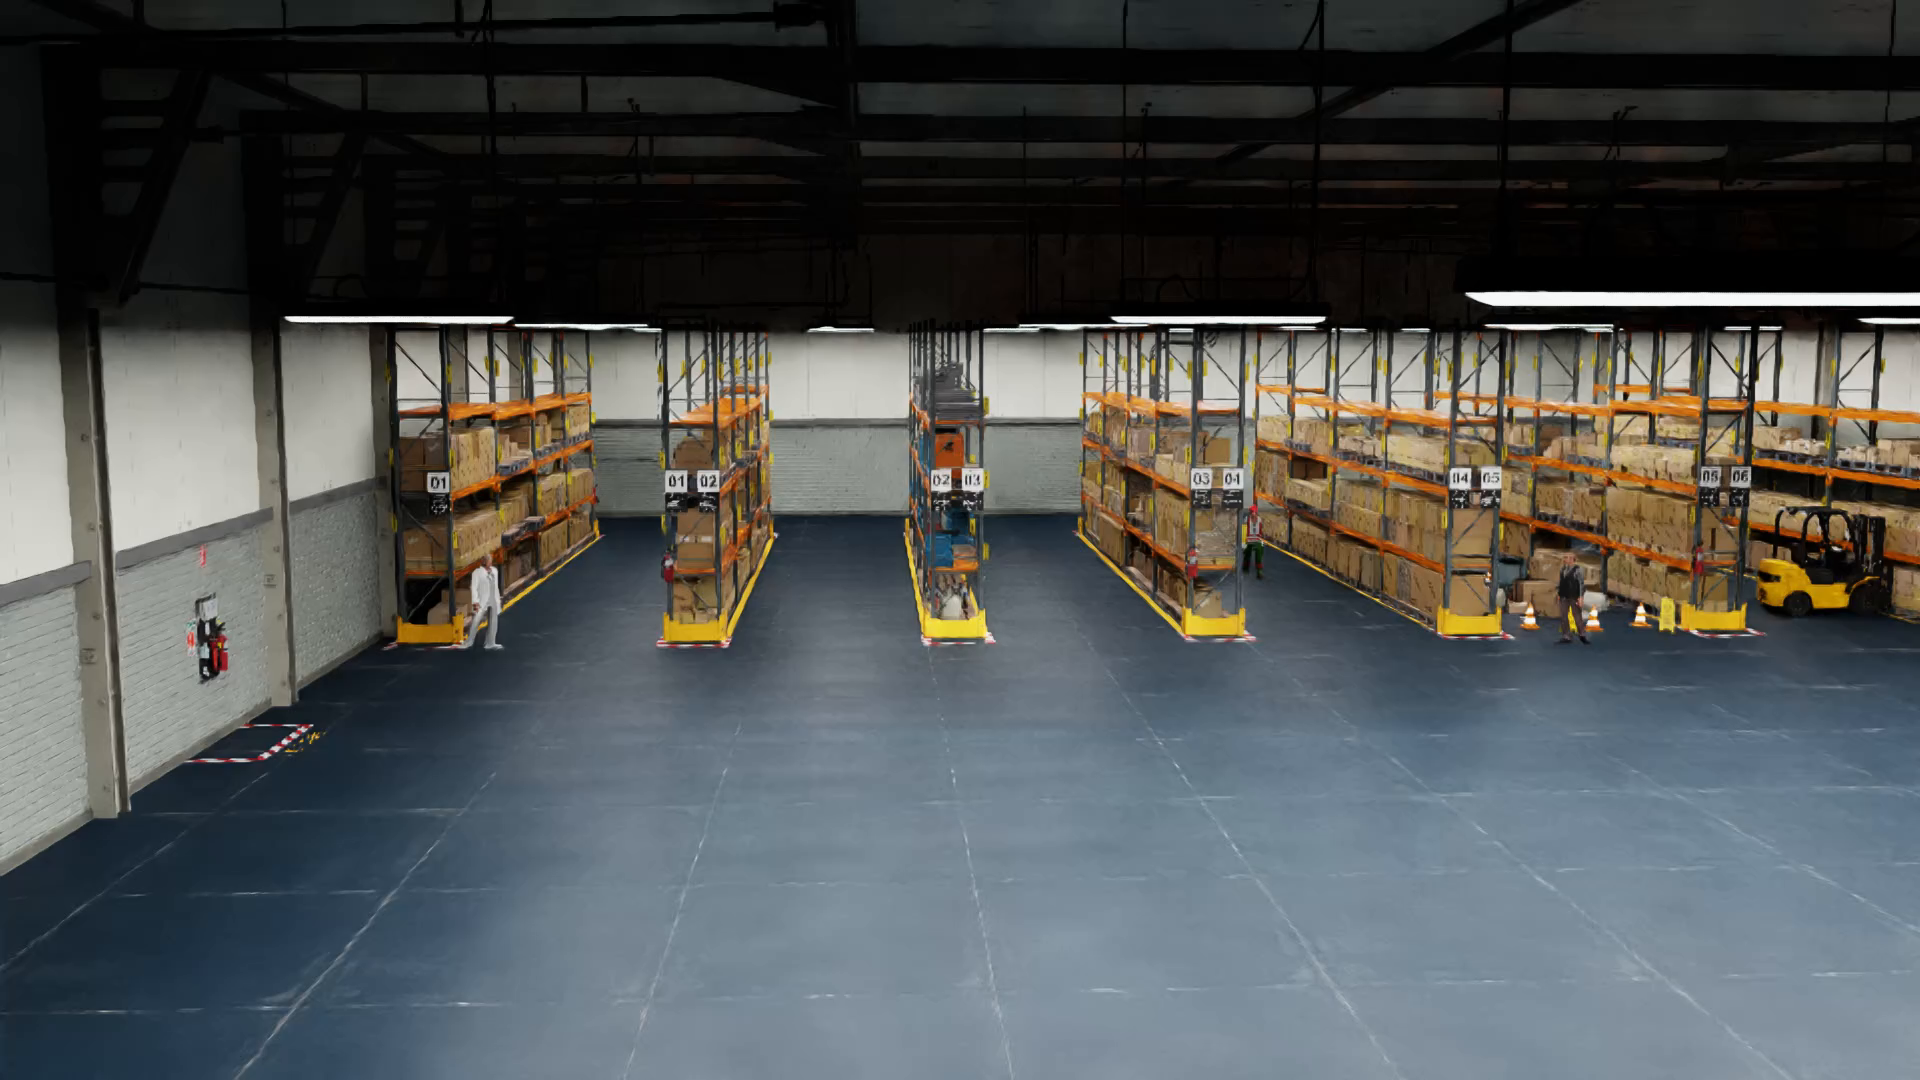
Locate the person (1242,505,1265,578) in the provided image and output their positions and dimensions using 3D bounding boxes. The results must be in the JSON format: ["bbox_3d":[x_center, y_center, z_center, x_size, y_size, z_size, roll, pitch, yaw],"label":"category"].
[{"bbox_3d":[6.914,0.015,39.262,0.553,1.709,1.123,0,7,0],"label":"person"}]

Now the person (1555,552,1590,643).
[{"bbox_3d":[11.406,1.072,30.930,0.536,1.706,0.628,-4,8,-30],"label":"person"}]

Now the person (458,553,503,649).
[{"bbox_3d":[-8.720,1.122,30.206,0.790,1.771,0.536,-7,10,-44],"label":"person"}]

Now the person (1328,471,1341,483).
[{"bbox_3d":[11.715,-1.495,51.820,0.506,1.659,0.536,5,8,33],"label":"person"}]

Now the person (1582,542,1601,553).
[{"bbox_3d":[16.700,-0.519,43.743,0.543,1.662,0.585,3,8,20],"label":"person"}]
